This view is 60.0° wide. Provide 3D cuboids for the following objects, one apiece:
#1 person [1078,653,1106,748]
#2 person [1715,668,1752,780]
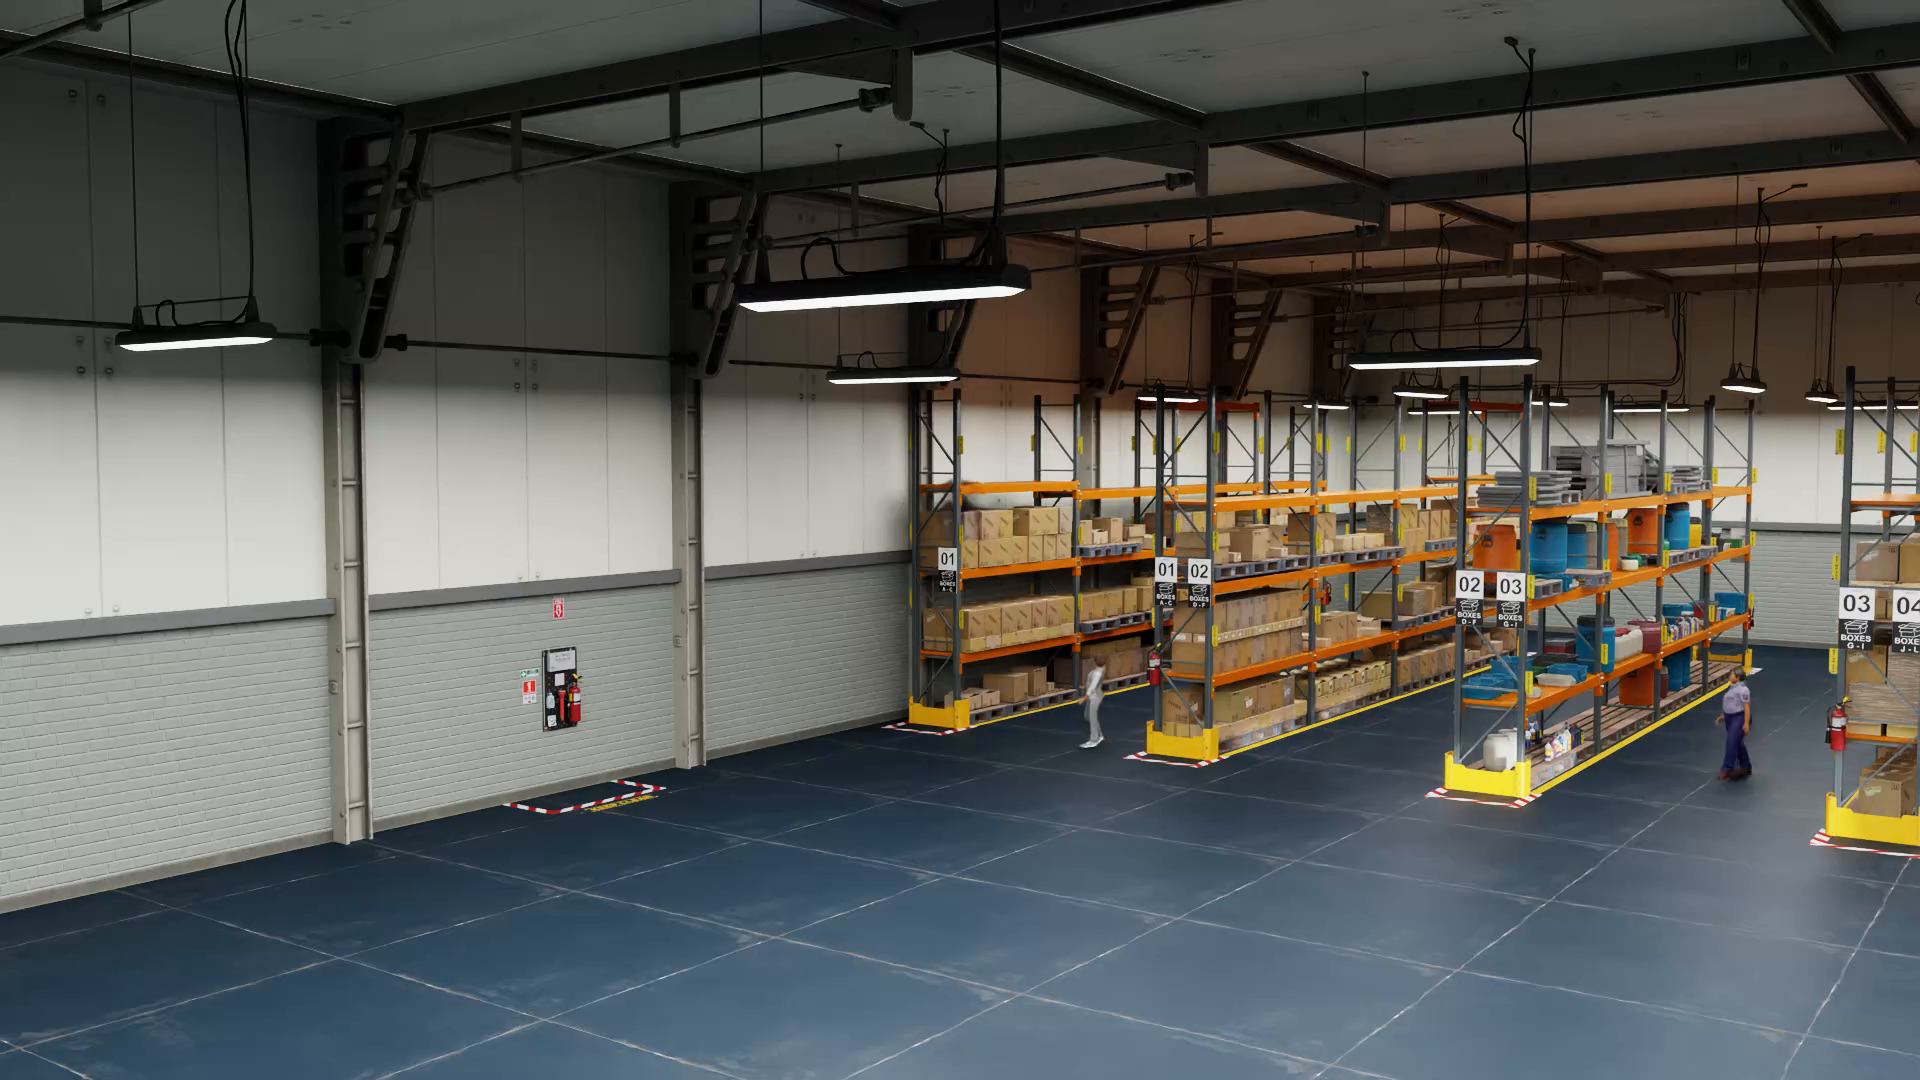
[{"bbox_3d":[2.184,2.650,27.567,0.466,1.568,0.524,0,3,3],"label":"person"},{"bbox_3d":[11.649,2.767,25.067,0.730,1.641,0.545,-1,3,-11],"label":"person"}]
